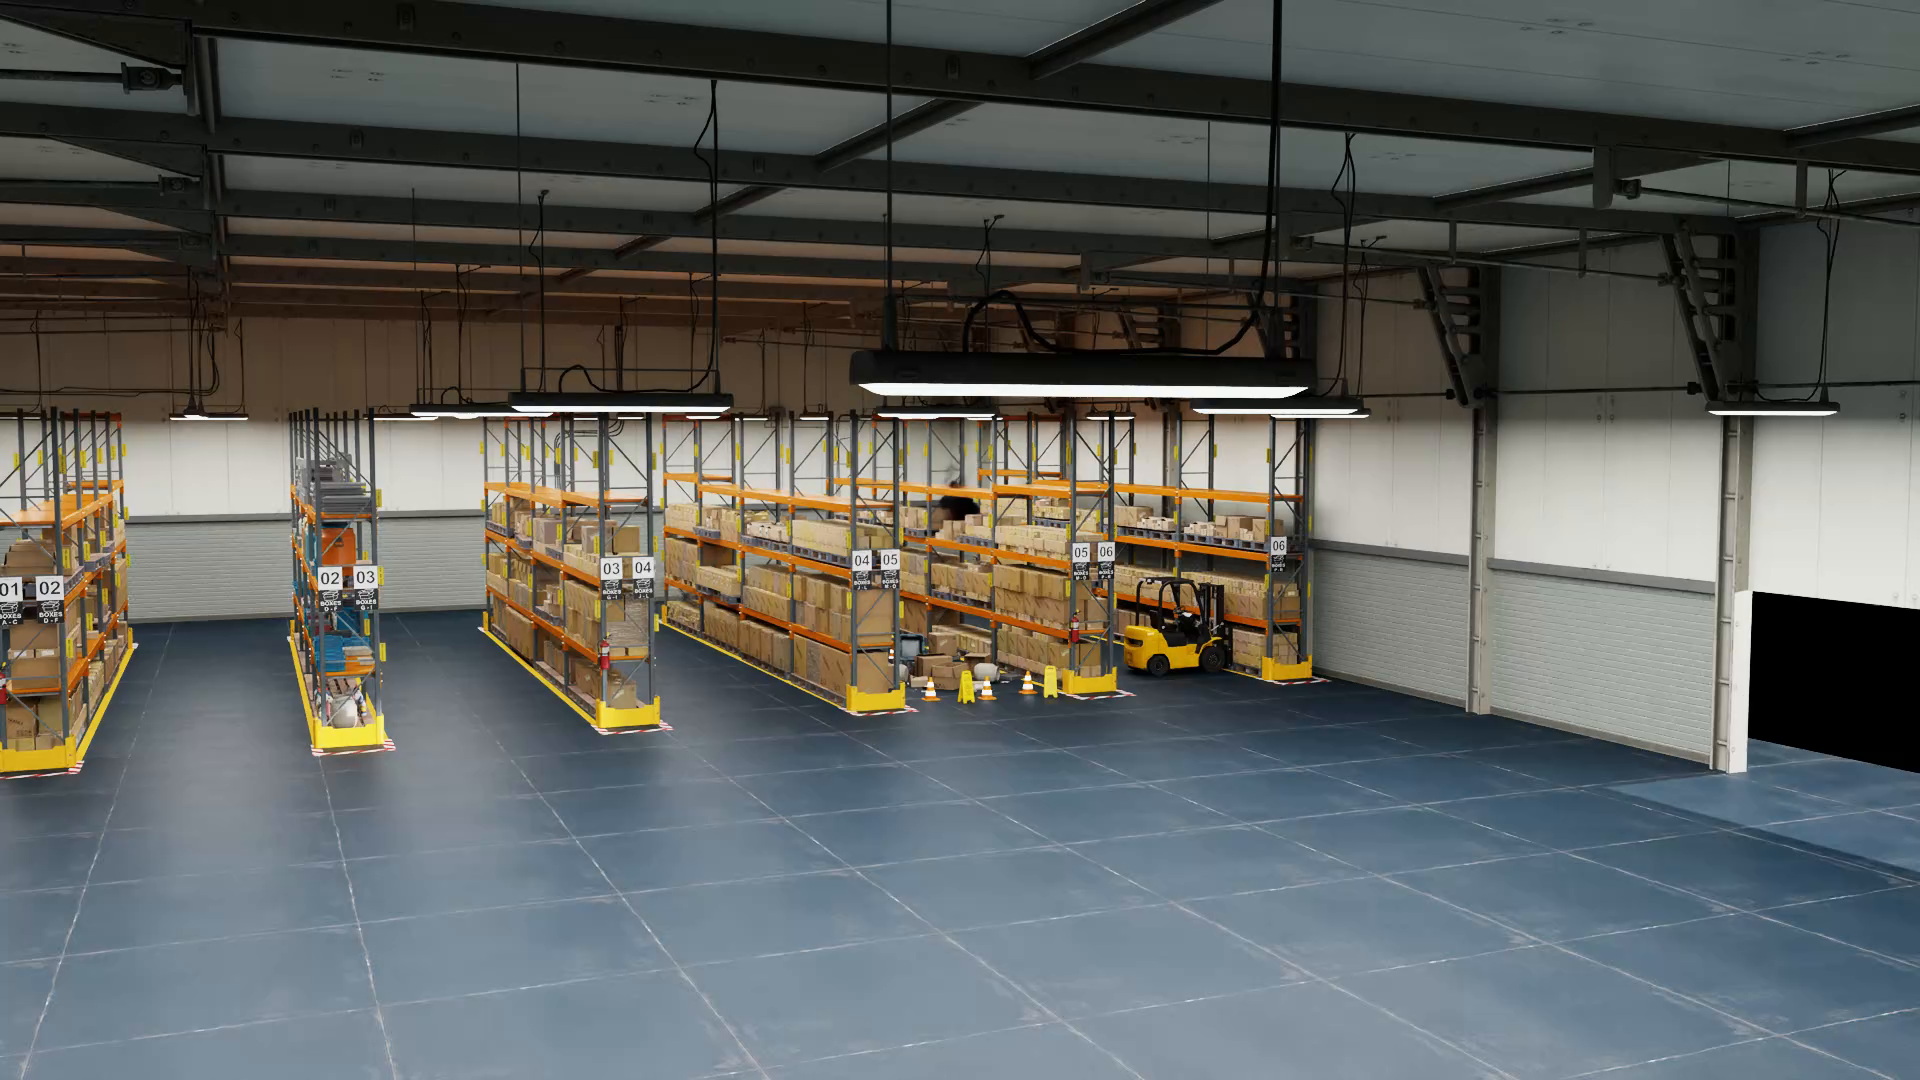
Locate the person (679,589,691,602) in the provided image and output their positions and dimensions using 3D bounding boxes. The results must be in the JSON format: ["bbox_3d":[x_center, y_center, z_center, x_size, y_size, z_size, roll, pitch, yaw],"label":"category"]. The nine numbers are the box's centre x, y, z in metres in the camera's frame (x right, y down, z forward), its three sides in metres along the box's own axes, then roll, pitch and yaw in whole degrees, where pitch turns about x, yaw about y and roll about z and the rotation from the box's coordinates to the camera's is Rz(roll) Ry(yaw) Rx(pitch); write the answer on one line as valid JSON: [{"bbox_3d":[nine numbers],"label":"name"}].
[{"bbox_3d":[-8.154,1.504,49.415,0.457,1.501,0.613,1,4,13],"label":"person"}]

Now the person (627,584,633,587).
[{"bbox_3d":[-9.213,1.642,46.172,0.635,1.724,0.593,-1,4,-17],"label":"person"}]
